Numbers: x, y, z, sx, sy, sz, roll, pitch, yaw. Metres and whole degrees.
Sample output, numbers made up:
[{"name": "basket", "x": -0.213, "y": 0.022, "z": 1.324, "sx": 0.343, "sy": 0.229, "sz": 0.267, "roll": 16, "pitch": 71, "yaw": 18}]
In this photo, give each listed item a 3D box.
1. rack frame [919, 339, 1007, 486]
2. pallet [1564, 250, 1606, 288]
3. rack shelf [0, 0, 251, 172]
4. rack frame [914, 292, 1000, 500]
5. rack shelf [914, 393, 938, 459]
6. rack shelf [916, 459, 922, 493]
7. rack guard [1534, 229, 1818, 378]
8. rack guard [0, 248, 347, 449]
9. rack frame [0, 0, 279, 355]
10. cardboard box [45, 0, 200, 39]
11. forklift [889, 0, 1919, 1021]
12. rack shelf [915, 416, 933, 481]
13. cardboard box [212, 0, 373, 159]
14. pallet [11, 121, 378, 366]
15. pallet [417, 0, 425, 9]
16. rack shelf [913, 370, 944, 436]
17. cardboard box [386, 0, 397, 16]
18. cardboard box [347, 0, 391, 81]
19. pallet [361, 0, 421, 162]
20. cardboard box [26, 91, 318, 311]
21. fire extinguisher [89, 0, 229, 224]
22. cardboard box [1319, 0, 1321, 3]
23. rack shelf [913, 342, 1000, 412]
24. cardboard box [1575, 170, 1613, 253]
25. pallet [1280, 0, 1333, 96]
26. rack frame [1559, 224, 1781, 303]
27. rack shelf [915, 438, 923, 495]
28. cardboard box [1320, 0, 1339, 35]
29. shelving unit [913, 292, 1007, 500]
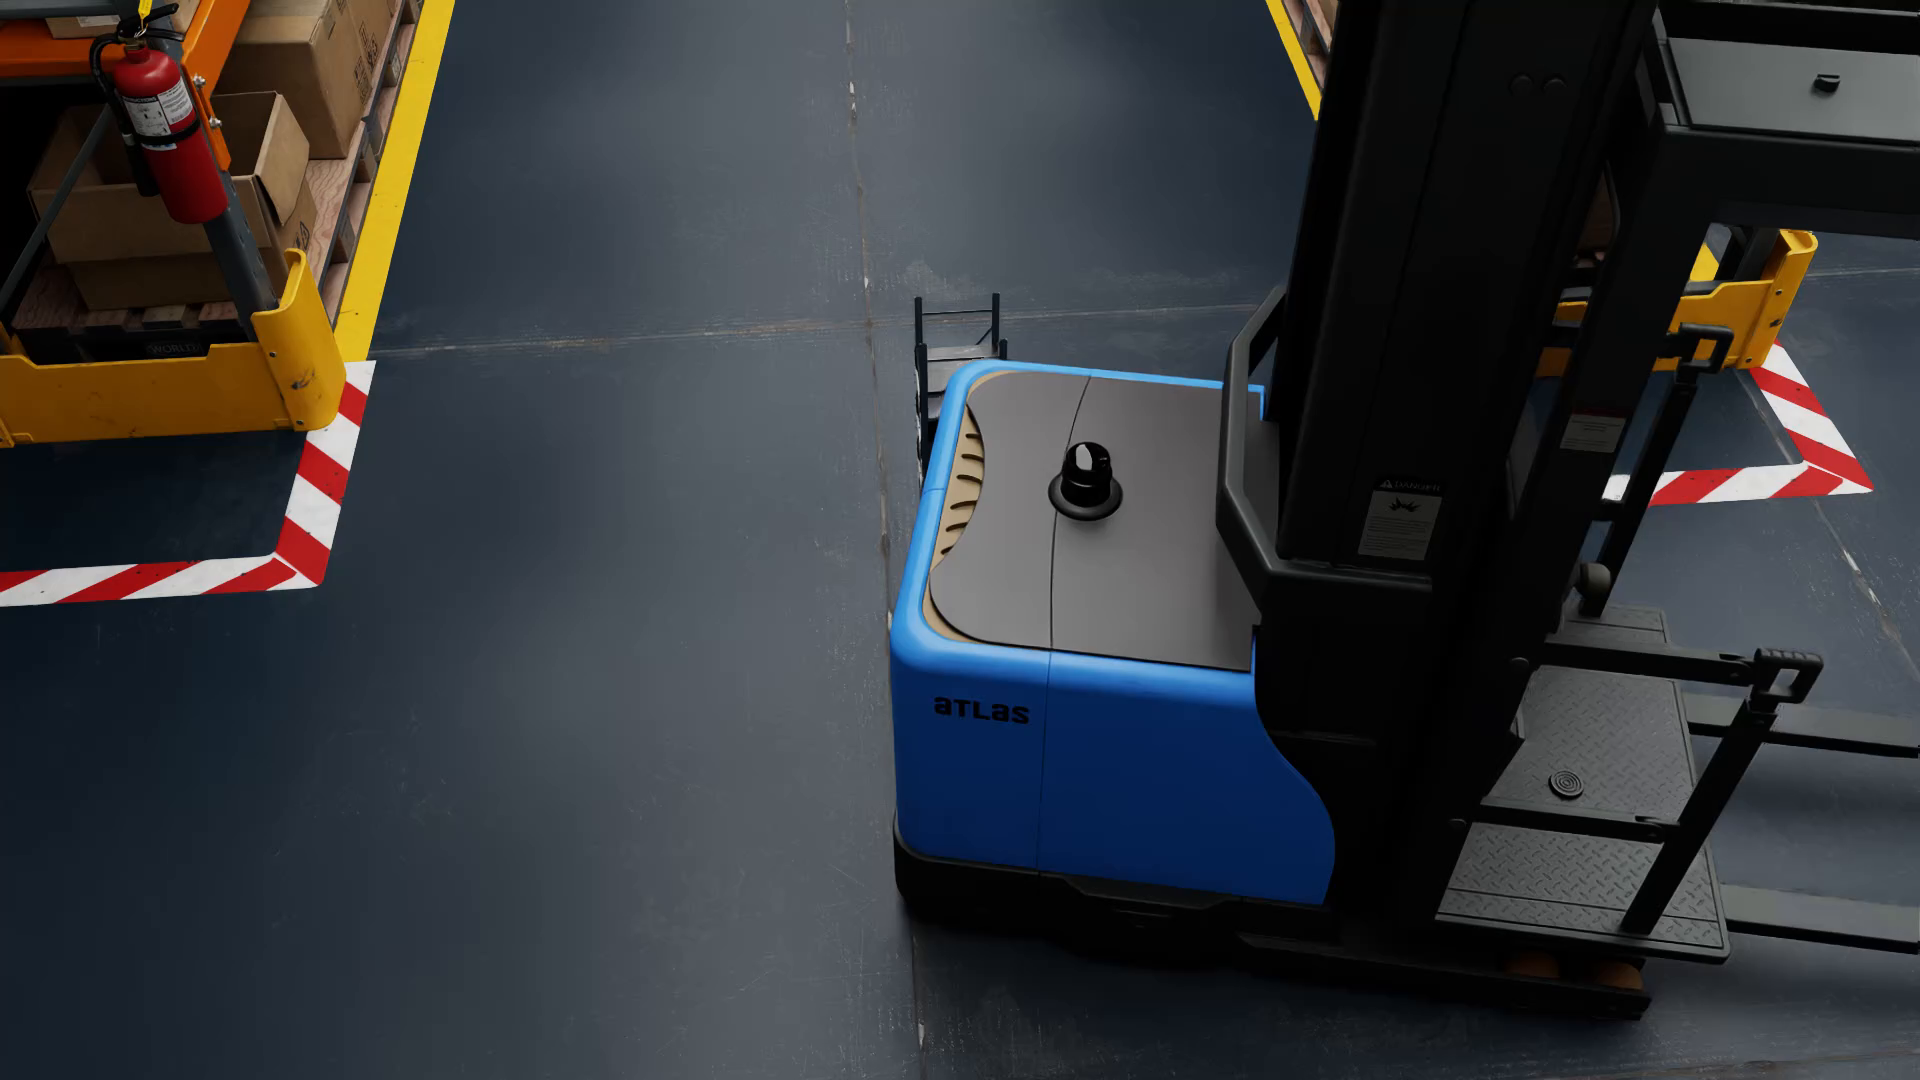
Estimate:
[{"name": "rack frame", "x": 0.009, "y": -0.230, "z": 4.848, "sx": 0.240, "sy": 0.900, "sz": 0.006, "roll": -3, "pitch": 47, "yaw": -3}, {"name": "pallet", "x": 2.096, "y": -1.357, "z": 6.390, "sx": 1.003, "sy": 0.211, "sz": 1.213, "roll": -3, "pitch": 47, "yaw": -3}, {"name": "rack shelf", "x": -2.872, "y": -2.637, "z": 6.177, "sx": 1.077, "sy": 0.370, "sz": 4.000, "roll": -3, "pitch": 47, "yaw": -3}, {"name": "rack frame", "x": -0.008, "y": -0.377, "z": 4.987, "sx": 0.240, "sy": 0.900, "sz": 0.006, "roll": -3, "pitch": 47, "yaw": -3}, {"name": "rack shelf", "x": 0.001, "y": -0.343, "z": 4.877, "sx": 0.258, "sy": 0.077, "sz": 0.200, "roll": -3, "pitch": 47, "yaw": -3}, {"name": "rack shelf", "x": 0.001, "y": -0.157, "z": 5.073, "sx": 0.258, "sy": 0.077, "sz": 0.200, "roll": -3, "pitch": 47, "yaw": -3}, {"name": "rack guard", "x": 2.243, "y": -0.865, "z": 5.725, "sx": 1.175, "sy": 0.500, "sz": 0.348, "roll": -3, "pitch": 47, "yaw": -3}, {"name": "rack guard", "x": -2.711, "y": -0.633, "z": 5.505, "sx": 1.175, "sy": 0.500, "sz": 0.348, "roll": -3, "pitch": 47, "yaw": -3}, {"name": "rack frame", "x": -2.705, "y": -1.438, "z": 4.546, "sx": 1.000, "sy": 3.000, "sz": 0.127, "roll": -3, "pitch": 47, "yaw": -3}, {"name": "cardboard box", "x": -2.459, "y": -1.606, "z": 4.878, "sx": 0.380, "sy": 0.149, "sz": 0.250, "roll": -4, "pitch": 47, "yaw": -4}, {"name": "forklift", "x": 1.393, "y": -0.235, "z": 3.454, "sx": 3.031, "sy": 2.935, "sz": 1.130, "roll": 6, "pitch": 47, "yaw": 6}, {"name": "rack shelf", "x": 0.001, "y": -0.281, "z": 4.942, "sx": 0.258, "sy": 0.077, "sz": 0.200, "roll": -3, "pitch": 47, "yaw": -3}, {"name": "cardboard box", "x": -2.694, "y": -1.792, "z": 6.313, "sx": 0.700, "sy": 0.500, "sz": 0.500, "roll": -2, "pitch": 47, "yaw": -2}, {"name": "pallet", "x": -2.779, "y": -1.110, "z": 6.157, "sx": 1.003, "sy": 0.211, "sz": 1.213, "roll": -3, "pitch": 47, "yaw": -3}, {"name": "pallet", "x": -2.983, "y": -2.876, "z": 7.828, "sx": 1.003, "sy": 0.211, "sz": 1.213, "roll": -3, "pitch": 47, "yaw": -3}, {"name": "rack shelf", "x": 0.001, "y": -0.404, "z": 4.811, "sx": 0.258, "sy": 0.077, "sz": 0.200, "roll": -3, "pitch": 47, "yaw": -3}, {"name": "cardboard box", "x": -2.781, "y": -2.543, "z": 7.025, "sx": 0.700, "sy": 0.500, "sz": 0.500, "roll": -5, "pitch": 47, "yaw": -5}, {"name": "cardboard box", "x": -2.639, "y": -2.180, "z": 6.681, "sx": 0.500, "sy": 0.500, "sz": 0.500, "roll": -3, "pitch": 47, "yaw": -3}, {"name": "pallet", "x": -2.878, "y": -1.991, "z": 6.991, "sx": 1.003, "sy": 0.211, "sz": 1.213, "roll": -3, "pitch": 47, "yaw": -3}, {"name": "cardboard box", "x": -2.662, "y": -1.172, "z": 5.724, "sx": 0.797, "sy": 0.503, "sz": 0.637, "roll": -5, "pitch": 47, "yaw": -5}, {"name": "fire extinguisher", "x": -2.232, "y": -1.205, "z": 4.635, "sx": 0.296, "sy": 0.674, "sz": 0.183, "roll": -3, "pitch": 47, "yaw": -3}, {"name": "cardboard box", "x": 1.927, "y": -2.791, "z": 7.303, "sx": 0.875, "sy": 0.438, "sz": 0.875, "roll": -5, "pitch": 47, "yaw": -4}, {"name": "rack shelf", "x": 0.001, "y": -0.466, "z": 4.746, "sx": 0.258, "sy": 0.077, "sz": 0.200, "roll": -3, "pitch": 47, "yaw": -3}, {"name": "cardboard box", "x": 2.086, "y": -1.477, "z": 6.058, "sx": 0.875, "sy": 0.438, "sz": 0.875, "roll": -5, "pitch": 47, "yaw": -5}, {"name": "pallet", "x": 1.997, "y": -2.238, "z": 7.224, "sx": 1.003, "sy": 0.211, "sz": 1.213, "roll": -3, "pitch": 47, "yaw": -3}, {"name": "rack frame", "x": 2.241, "y": -1.742, "z": 4.834, "sx": 1.000, "sy": 3.000, "sz": 0.127, "roll": -3, "pitch": 47, "yaw": -3}, {"name": "rack shelf", "x": 0.001, "y": -0.219, "z": 5.007, "sx": 0.258, "sy": 0.077, "sz": 0.200, "roll": -3, "pitch": 47, "yaw": -3}, {"name": "cardboard box", "x": 2.001, "y": -2.139, "z": 6.685, "sx": 0.875, "sy": 0.438, "sz": 0.875, "roll": -2, "pitch": 47, "yaw": -2}, {"name": "shelving unit", "x": 0.001, "y": -0.304, "z": 4.918, "sx": 0.258, "sy": 0.900, "sz": 0.210, "roll": -3, "pitch": 47, "yaw": -3}]
